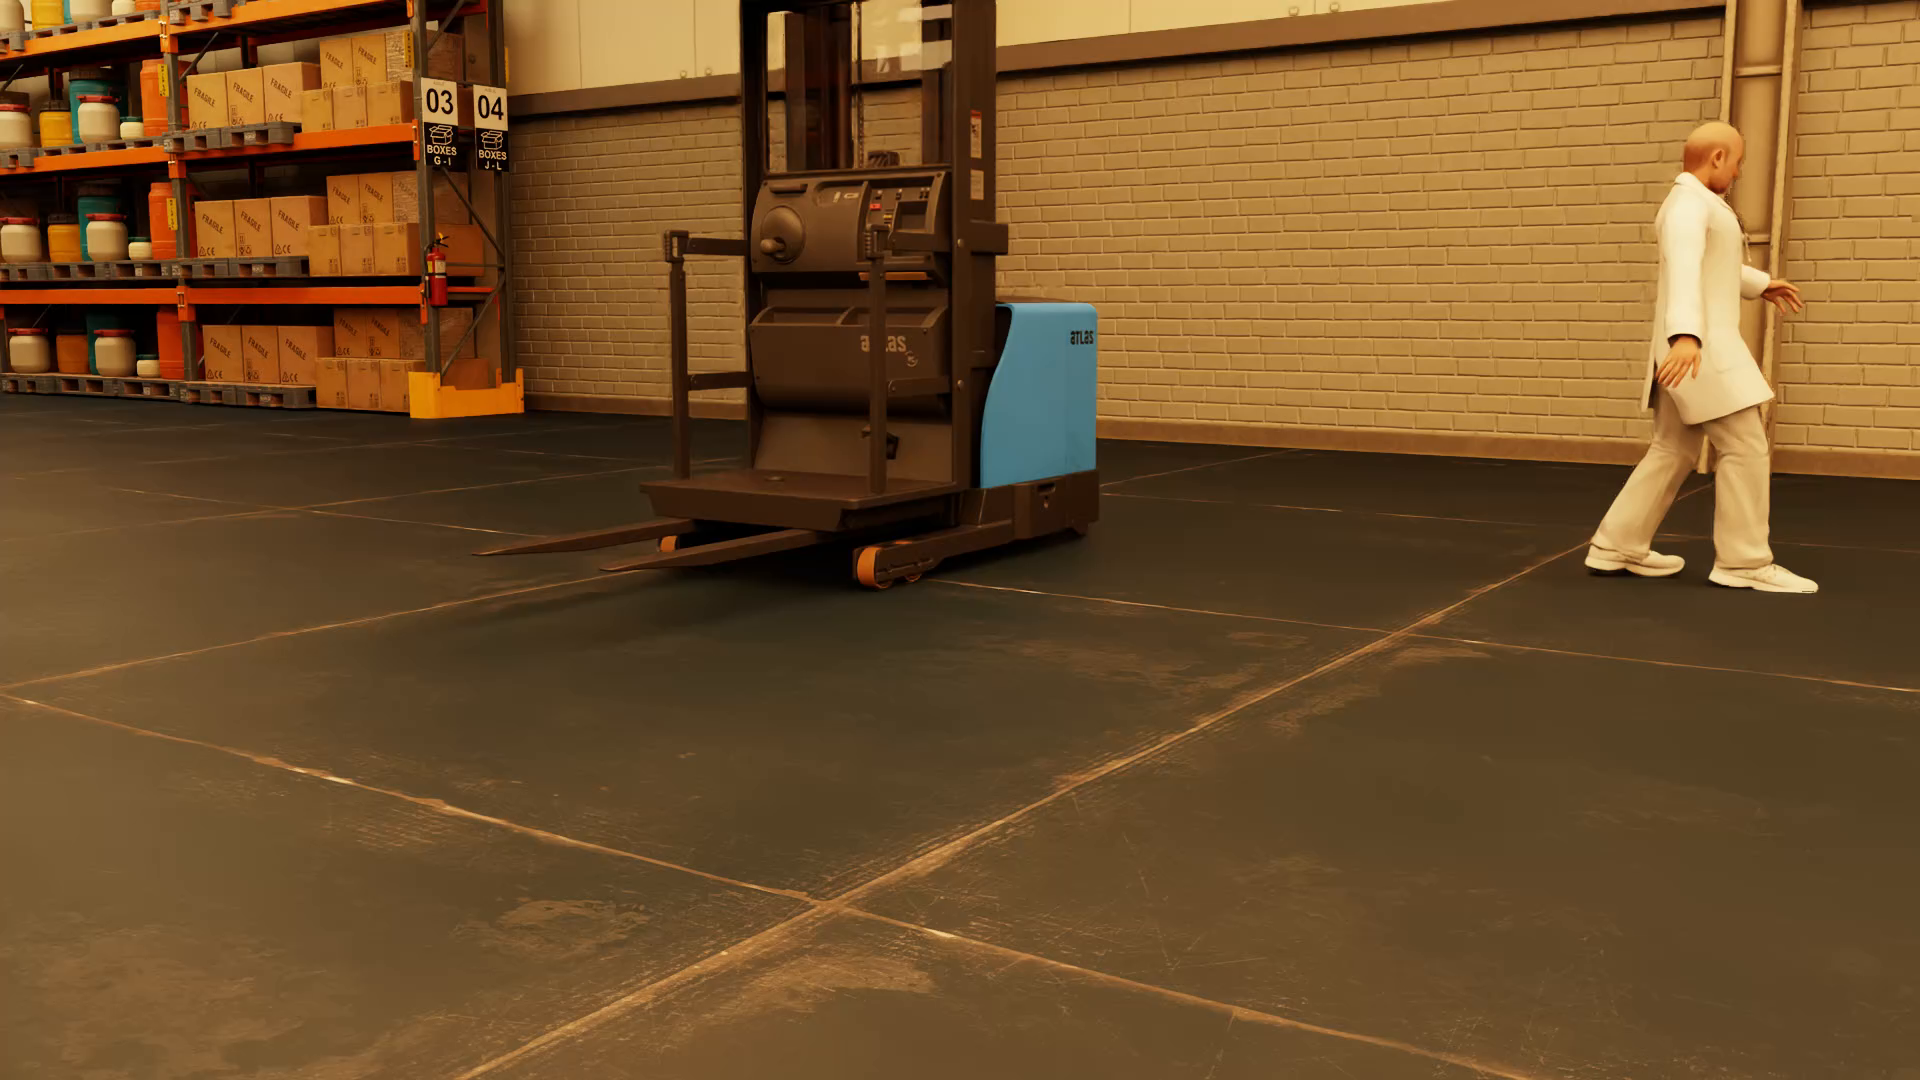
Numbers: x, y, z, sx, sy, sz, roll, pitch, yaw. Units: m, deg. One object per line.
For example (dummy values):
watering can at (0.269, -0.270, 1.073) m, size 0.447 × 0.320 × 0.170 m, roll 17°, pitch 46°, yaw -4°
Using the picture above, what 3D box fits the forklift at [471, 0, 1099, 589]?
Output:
forklift at (-0.579, -1.339, 6.608) m, size 1.130 × 2.935 × 3.031 m, roll 5°, pitch 10°, yaw 33°

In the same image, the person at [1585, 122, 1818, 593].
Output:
person at (2.861, -0.689, 6.315) m, size 0.814 × 1.760 × 1.022 m, roll 2°, pitch 8°, yaw 13°
